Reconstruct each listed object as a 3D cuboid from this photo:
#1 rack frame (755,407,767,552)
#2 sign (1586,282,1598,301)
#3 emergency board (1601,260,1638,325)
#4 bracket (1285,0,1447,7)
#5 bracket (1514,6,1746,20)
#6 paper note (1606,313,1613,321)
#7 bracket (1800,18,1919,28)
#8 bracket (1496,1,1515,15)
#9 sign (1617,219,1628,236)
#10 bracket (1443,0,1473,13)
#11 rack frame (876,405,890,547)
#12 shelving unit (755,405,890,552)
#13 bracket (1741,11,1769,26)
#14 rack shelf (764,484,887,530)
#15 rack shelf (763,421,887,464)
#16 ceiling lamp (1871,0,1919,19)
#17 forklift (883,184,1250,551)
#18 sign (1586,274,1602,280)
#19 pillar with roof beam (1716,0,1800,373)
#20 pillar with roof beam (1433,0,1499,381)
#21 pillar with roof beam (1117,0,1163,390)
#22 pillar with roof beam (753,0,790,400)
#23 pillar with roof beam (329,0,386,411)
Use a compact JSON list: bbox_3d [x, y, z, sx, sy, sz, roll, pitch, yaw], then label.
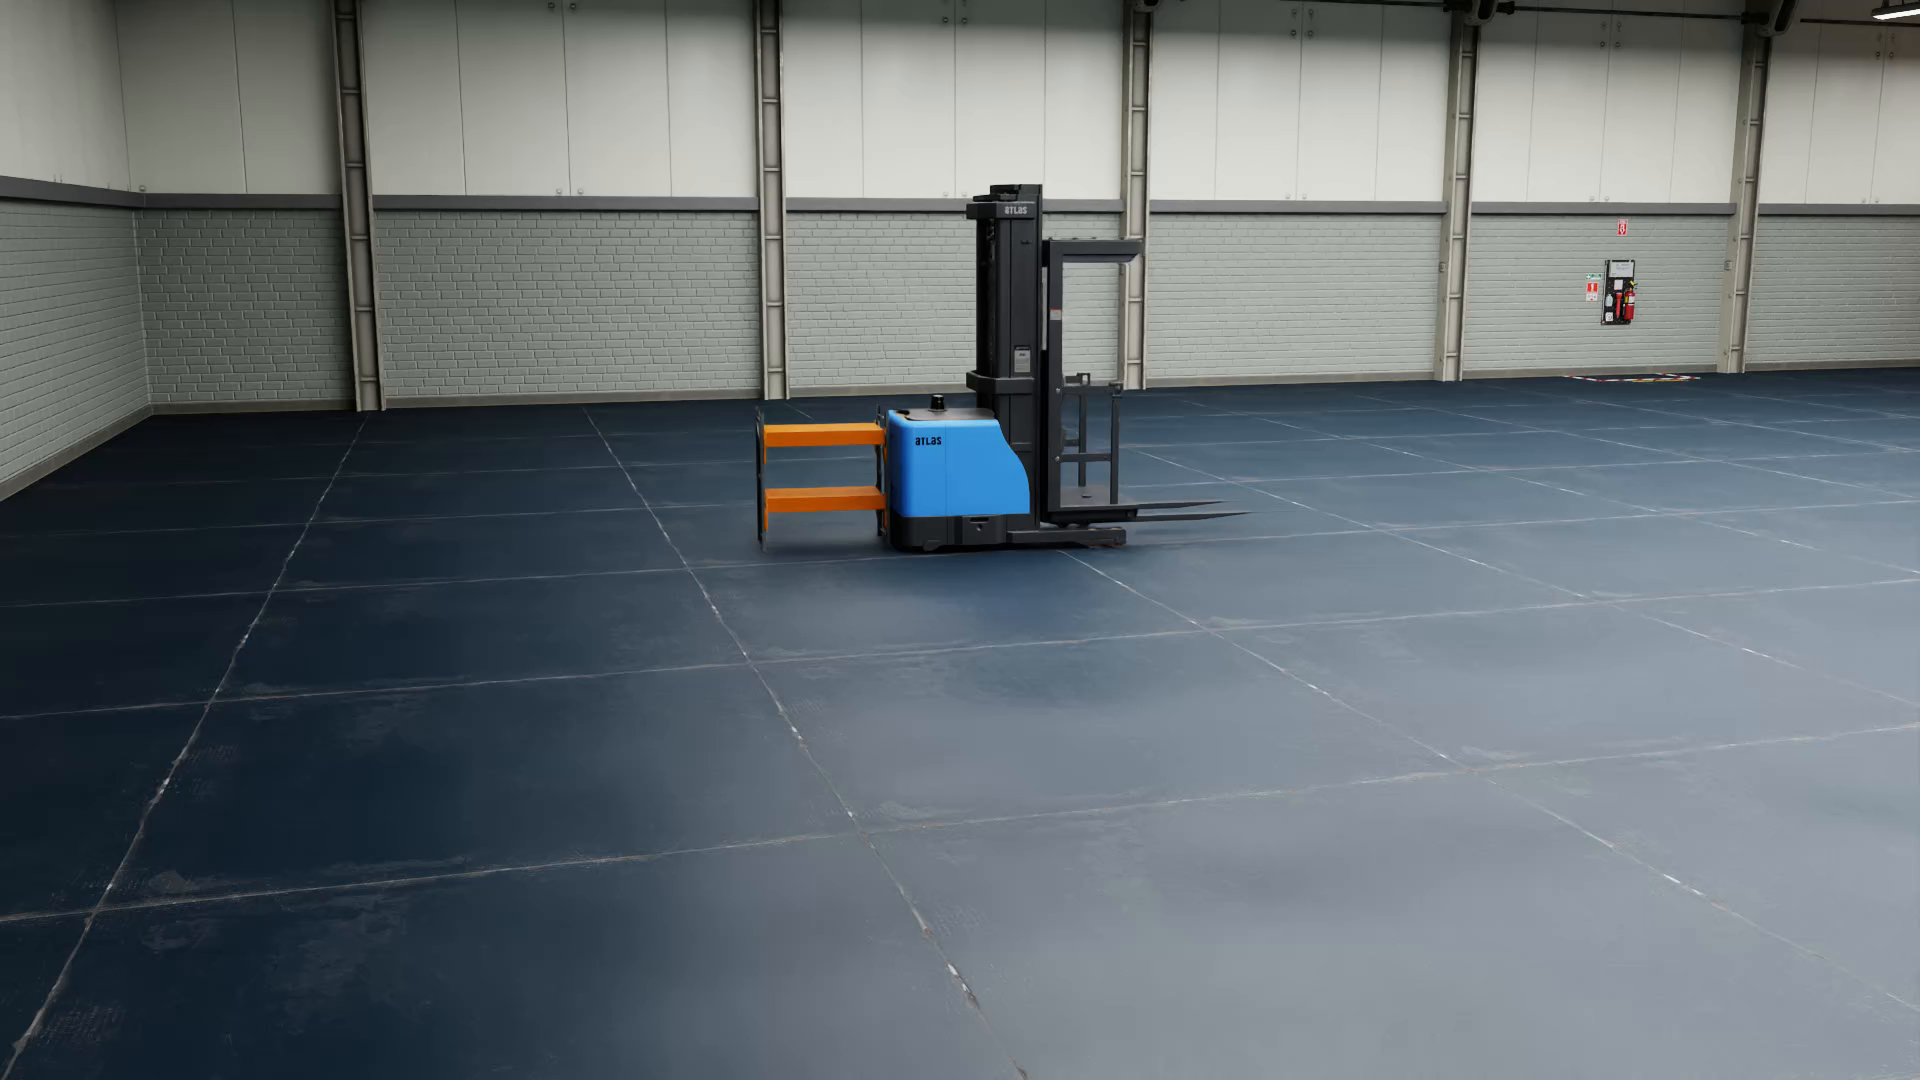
[{"bbox_3d":[-1.638,-0.503,13.670,0.032,1.125,0.500,-2,11,-11],"label":"rack frame"},{"bbox_3d":[11.440,-4.497,30.091,0.234,0.329,0.001,-3,11,-16],"label":"sign"},{"bbox_3d":[12.000,-4.490,30.149,0.643,1.169,0.194,-3,11,-16],"label":"emergency board"},{"bbox_3d":[5.833,-8.811,27.111,4.783,0.066,0.076,-3,11,-16],"label":"bracket"},{"bbox_3d":[11.594,-9.115,28.761,4.783,0.066,0.076,-3,11,-16],"label":"bracket"},{"bbox_3d":[11.811,-4.059,30.245,0.142,0.148,0.016,-3,11,-16],"label":"paper note"},{"bbox_3d":[17.355,-9.418,30.410,4.783,0.066,0.076,-3,11,-16],"label":"bracket"},{"bbox_3d":[9.120,-8.984,28.052,0.430,0.232,0.235,-3,11,-16],"label":"bracket"},{"bbox_3d":[11.964,-5.647,30.031,0.199,0.298,0.001,-3,11,-16],"label":"sign"},{"bbox_3d":[8.323,-8.942,27.824,0.430,0.232,0.235,-3,11,-16],"label":"bracket"},{"bbox_3d":[-0.641,-0.538,13.864,0.032,1.125,0.500,-2,11,-11],"label":"rack frame"},{"bbox_3d":[-1.140,-0.520,13.767,1.048,1.125,0.538,-2,11,-11],"label":"shelving unit"},{"bbox_3d":[14.084,-9.246,29.474,0.430,0.232,0.235,-3,11,-16],"label":"bracket"},{"bbox_3d":[-1.140,-0.280,13.811,1.000,0.278,0.538,-2,11,-11],"label":"rack shelf"},{"bbox_3d":[-1.140,-0.808,13.714,1.000,0.278,0.538,-2,11,-11],"label":"rack shelf"},{"bbox_3d":[14.353,-9.492,24.631,0.800,3.185,2.000,-3,11,-16],"label":"ceiling lamp"},{"bbox_3d":[0.909,-1.461,13.889,3.031,2.935,1.130,-2,11,-11],"label":"forklift"},{"bbox_3d":[11.447,-4.756,30.036,0.331,0.109,0.001,-3,11,-16],"label":"sign"},{"bbox_3d":[15.586,-6.810,26.184,0.548,9.000,9.100,-3,11,-16],"label":"pillar with roof beam"},{"bbox_3d":[9.826,-6.506,24.534,0.548,9.000,9.100,-3,11,-16],"label":"pillar with roof beam"},{"bbox_3d":[4.065,-6.203,22.885,0.548,9.000,9.100,-3,11,-16],"label":"pillar with roof beam"},{"bbox_3d":[-1.696,-5.899,21.236,0.400,9.000,9.100,-3,11,-16],"label":"pillar with roof beam"},{"bbox_3d":[-7.457,-5.596,19.586,0.400,9.000,9.100,-3,11,-16],"label":"pillar with roof beam"}]
